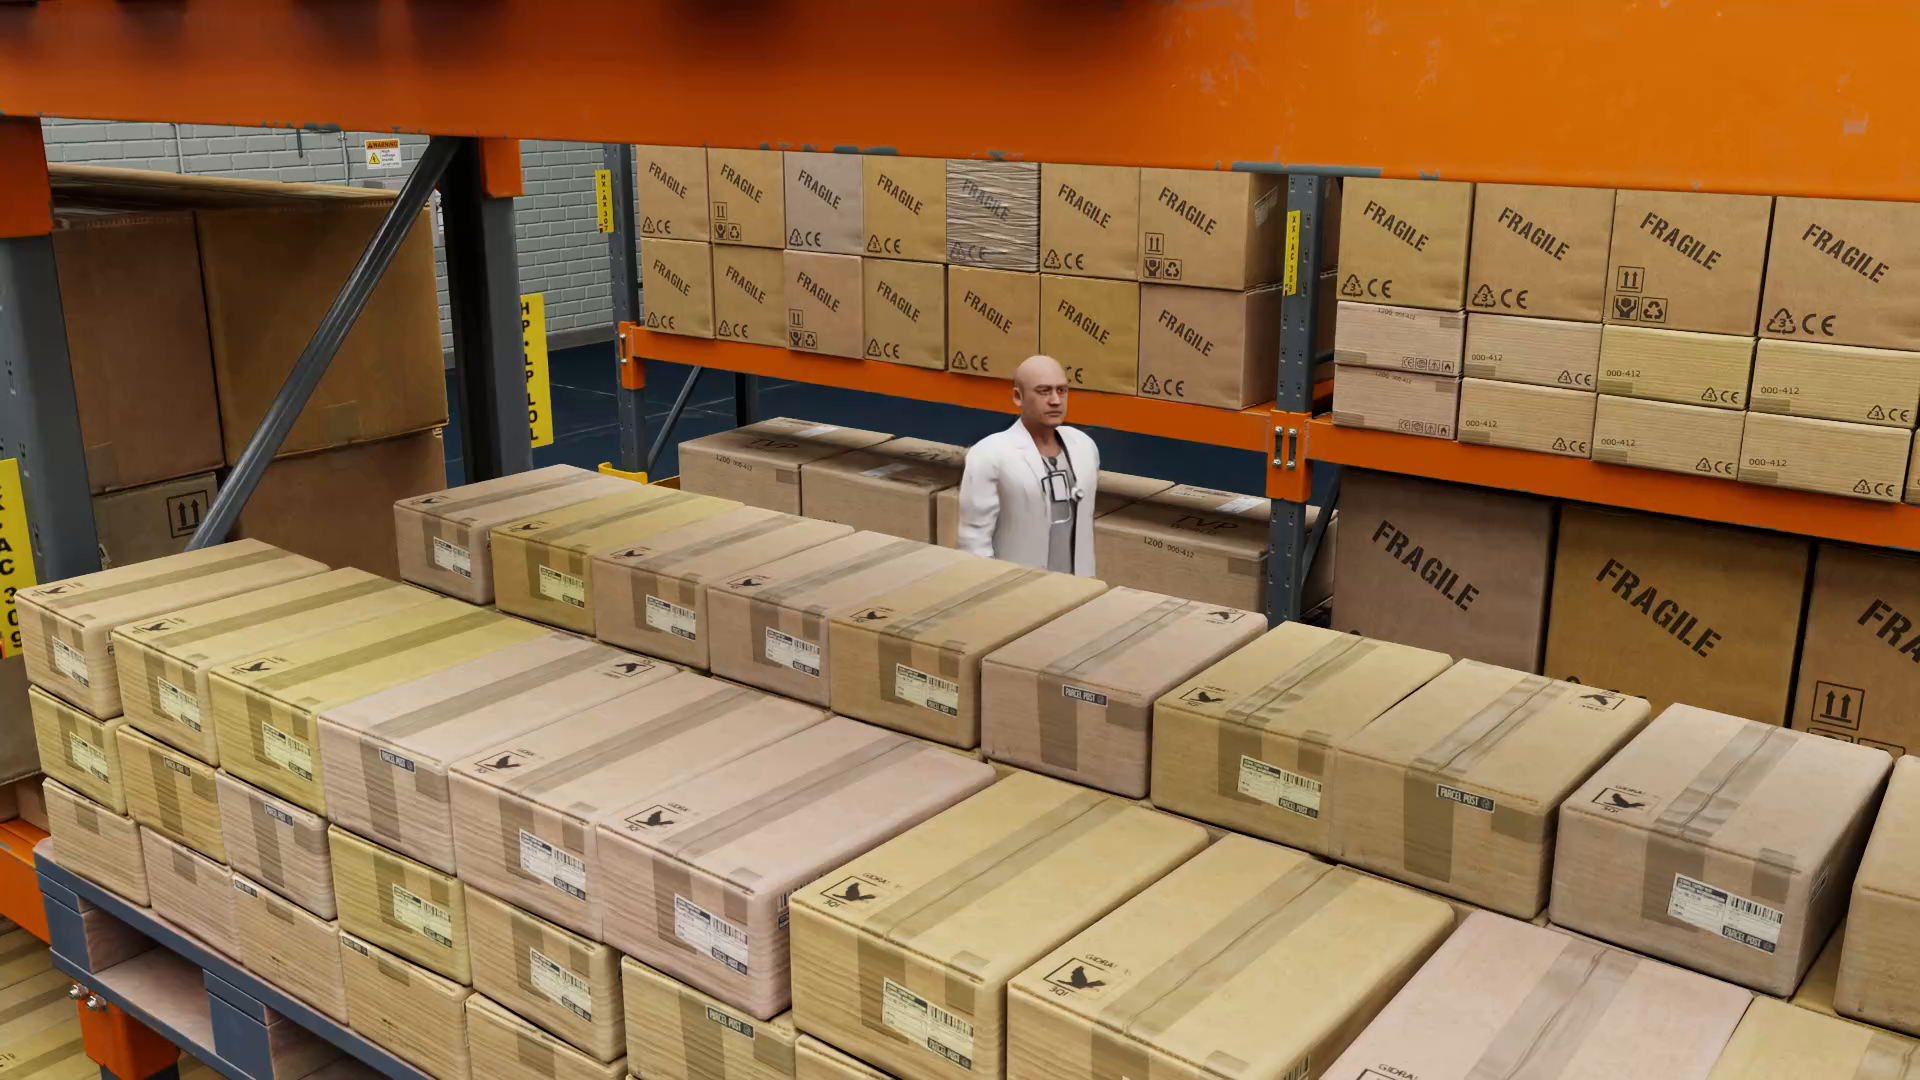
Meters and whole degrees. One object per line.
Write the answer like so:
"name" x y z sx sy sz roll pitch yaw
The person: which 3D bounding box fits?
"person" 0.237 0.216 5.810 0.593 1.739 1.034 -8 18 -26
